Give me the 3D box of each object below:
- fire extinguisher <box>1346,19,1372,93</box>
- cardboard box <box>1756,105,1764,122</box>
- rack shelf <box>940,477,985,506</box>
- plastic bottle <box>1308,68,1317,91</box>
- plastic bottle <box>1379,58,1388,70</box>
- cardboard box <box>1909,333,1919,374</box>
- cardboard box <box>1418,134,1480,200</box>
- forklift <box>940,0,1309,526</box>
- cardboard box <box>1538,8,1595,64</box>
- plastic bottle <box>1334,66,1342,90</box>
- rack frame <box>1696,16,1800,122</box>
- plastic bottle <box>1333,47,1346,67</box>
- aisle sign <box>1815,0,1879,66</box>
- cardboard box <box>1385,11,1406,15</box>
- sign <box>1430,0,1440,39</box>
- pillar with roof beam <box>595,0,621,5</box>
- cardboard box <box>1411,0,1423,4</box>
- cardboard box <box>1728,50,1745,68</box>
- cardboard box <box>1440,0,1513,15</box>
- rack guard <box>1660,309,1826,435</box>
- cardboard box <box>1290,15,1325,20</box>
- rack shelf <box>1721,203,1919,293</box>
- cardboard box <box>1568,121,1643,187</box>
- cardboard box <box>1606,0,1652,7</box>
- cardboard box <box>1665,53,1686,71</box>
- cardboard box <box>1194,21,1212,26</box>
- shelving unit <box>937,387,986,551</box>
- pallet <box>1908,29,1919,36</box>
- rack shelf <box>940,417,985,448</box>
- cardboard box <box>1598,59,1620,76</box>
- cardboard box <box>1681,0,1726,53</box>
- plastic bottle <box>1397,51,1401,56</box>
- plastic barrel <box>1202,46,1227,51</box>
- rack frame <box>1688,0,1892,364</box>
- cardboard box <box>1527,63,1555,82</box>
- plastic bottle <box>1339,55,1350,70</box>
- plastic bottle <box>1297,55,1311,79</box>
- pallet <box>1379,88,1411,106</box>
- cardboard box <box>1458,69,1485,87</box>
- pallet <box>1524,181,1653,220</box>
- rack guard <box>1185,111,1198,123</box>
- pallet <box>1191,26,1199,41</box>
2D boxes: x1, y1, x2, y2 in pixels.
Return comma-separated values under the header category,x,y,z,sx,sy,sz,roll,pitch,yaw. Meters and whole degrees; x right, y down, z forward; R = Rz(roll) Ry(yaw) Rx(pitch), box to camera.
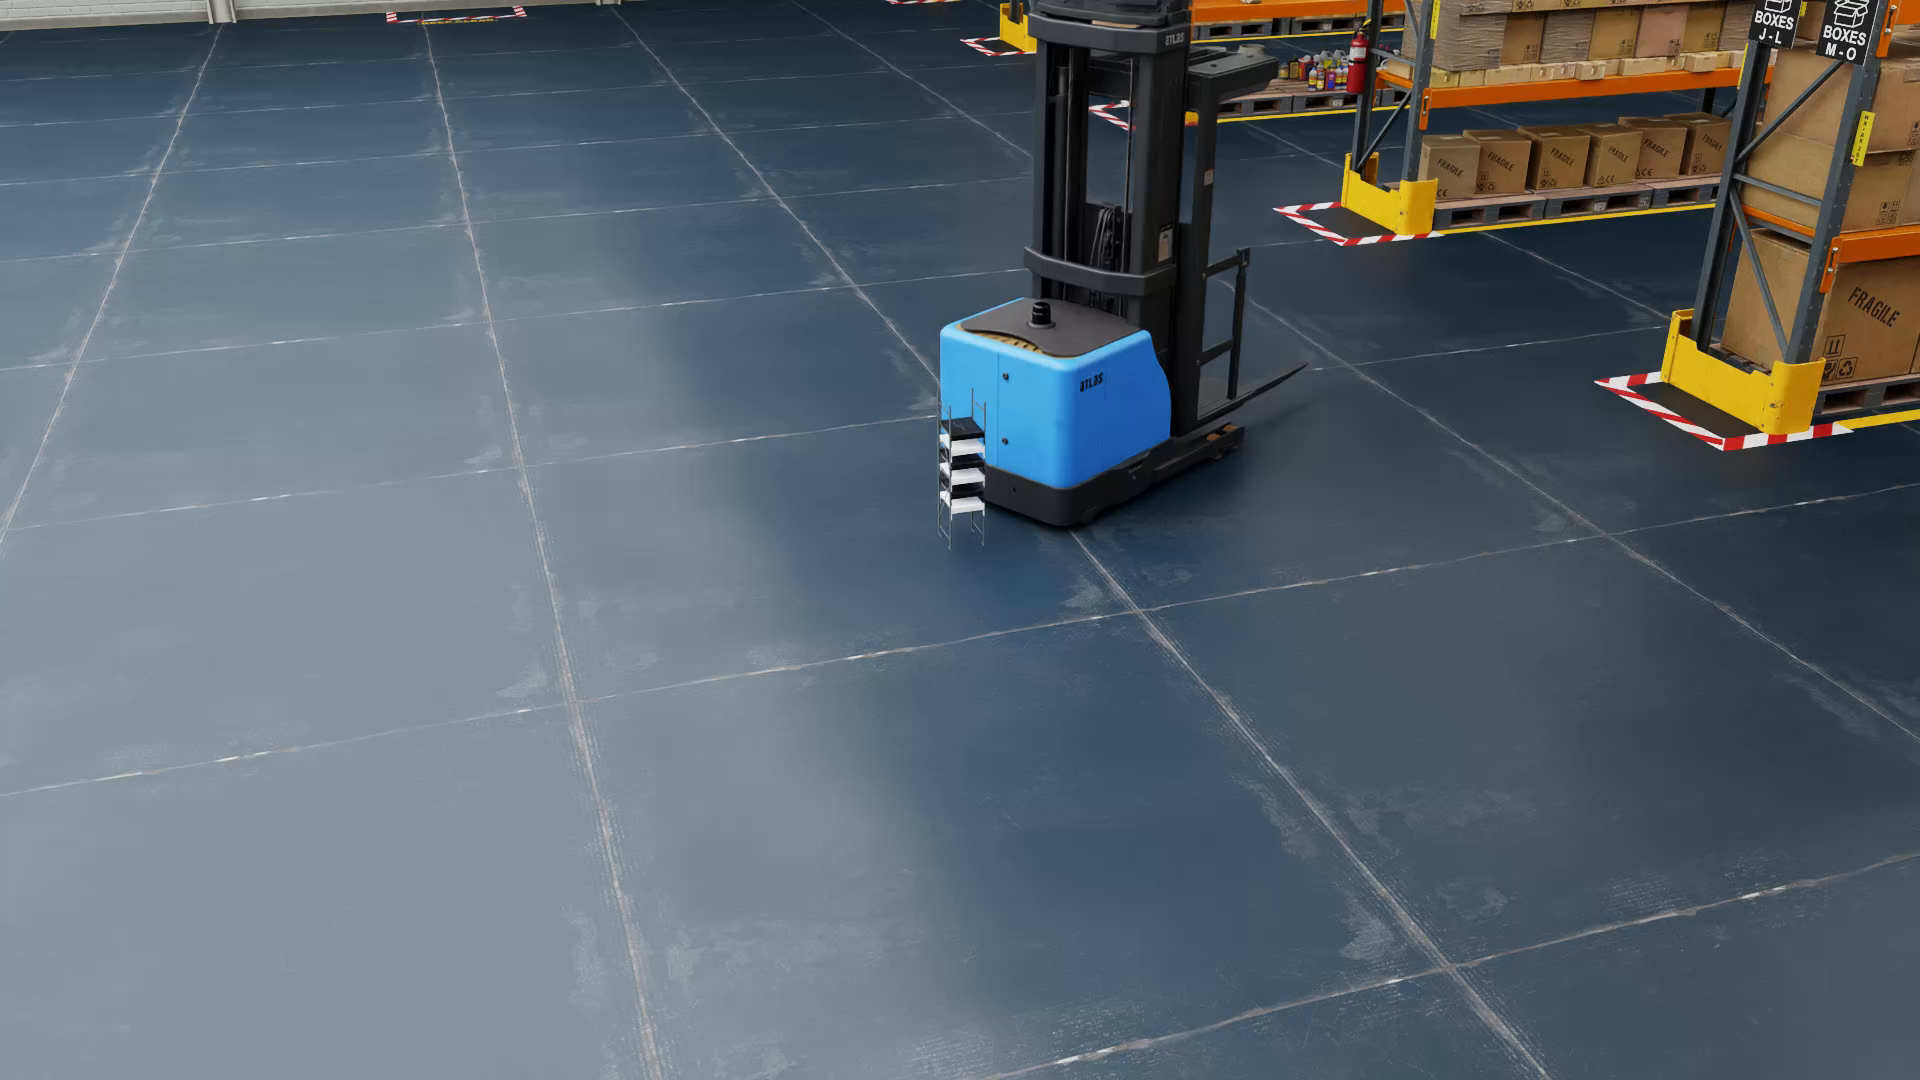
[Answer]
category,x,y,z,sx,sy,sz,roll,pitch,yaw
fire extinguisher,3.757,-4.567,15.663,0.183,0.674,0.296,-8,28,-16
cardboard box,8.403,-4.126,17.005,0.500,0.500,0.700,-10,28,-20
rack shelf,0.008,-0.294,9.607,0.200,0.077,0.258,-8,28,-16
plastic bottle,4.296,-5.610,20.250,0.097,0.271,0.097,0,26,0
plastic bottle,5.266,-5.797,20.537,0.185,0.351,0.144,-8,28,-16
cardboard box,6.909,-1.791,11.902,0.875,0.875,0.875,-9,28,-17
cardboard box,4.608,-3.570,15.906,0.500,0.500,0.500,-3,27,-7
forklift,1.220,-1.969,10.420,1.130,2.935,3.031,21,34,36
cardboard box,5.467,-4.835,15.669,0.500,0.500,0.875,-8,28,-16
plastic bottle,4.621,-5.657,20.345,0.097,0.271,0.097,0,26,0
rack frame,7.812,-4.973,16.395,0.127,3.000,1.000,-8,28,-16
plastic bottle,4.799,-6.058,21.063,0.185,0.351,0.144,-8,28,-17
aisle sign,5.474,-3.339,10.180,0.004,0.787,0.394,-8,28,-16
cardboard box,6.670,-8.282,25.678,0.500,0.250,0.500,-8,27,-15
sign,4.177,-4.581,14.630,0.005,0.325,0.100,-8,28,-16
pillar with roof beam,-4.567,-11.208,22.207,0.400,9.000,9.100,-8,28,-16
cardboard box,4.455,-5.229,15.337,0.500,0.500,0.500,-8,28,-16
cardboard box,7.458,-4.677,16.079,0.250,0.149,0.380,-8,28,-16
cardboard box,4.616,-5.009,14.895,0.500,0.500,0.500,-8,28,-16
rack guard,5.426,-1.189,11.582,0.348,0.500,1.175,-8,28,-16
cardboard box,5.208,-8.070,25.251,0.500,0.250,0.500,-9,28,-17
rack shelf,7.350,-2.265,11.747,4.000,0.370,1.077,-8,28,-16
cardboard box,6.311,-3.803,16.376,0.500,0.500,0.500,-11,28,-21
cardboard box,6.042,-5.216,15.311,0.500,0.500,0.500,-8,28,-16
cardboard box,6.720,-4.607,15.940,0.250,0.149,0.380,-8,28,-16
cardboard box,3.425,-7.823,24.754,0.500,0.250,0.500,-8,28,-16
shelving unit,0.008,-0.404,9.552,0.210,0.900,0.258,-8,28,-16
pallet,9.746,-5.148,16.963,1.213,0.211,1.003,-8,28,-16
rack shelf,0.008,-0.616,9.447,0.200,0.077,0.258,-8,28,-16
cardboard box,6.007,-4.505,15.733,0.250,0.149,0.380,-8,28,-16
cardboard box,6.879,-5.062,16.125,0.500,0.500,0.875,-8,28,-16
plastic bottle,5.574,-6.088,21.200,0.133,0.283,0.061,-8,28,-16
plastic barrel,3.077,-5.713,20.211,0.421,0.512,0.421,0,26,0
rack frame,5.449,-2.312,11.033,0.127,3.000,1.000,-8,28,-16
cardboard box,5.311,-4.378,15.477,0.250,0.149,0.380,-8,28,-16
plastic bottle,4.869,-5.965,20.961,0.135,0.276,0.152,-8,28,-16
plastic bottle,4.334,-5.955,20.940,0.135,0.276,0.152,-8,28,-16
pallet,5.627,-5.744,21.082,1.213,0.211,1.003,-8,28,-16
cardboard box,4.597,-4.275,15.270,0.250,0.149,0.380,-8,28,-16
pallet,6.023,-3.447,16.457,1.213,0.211,1.003,-8,28,-16
rack guard,2.533,-5.427,20.120,0.348,0.500,1.175,-8,28,-16
pallet,2.817,-7.652,24.926,1.213,0.211,1.003,-8,28,-16
